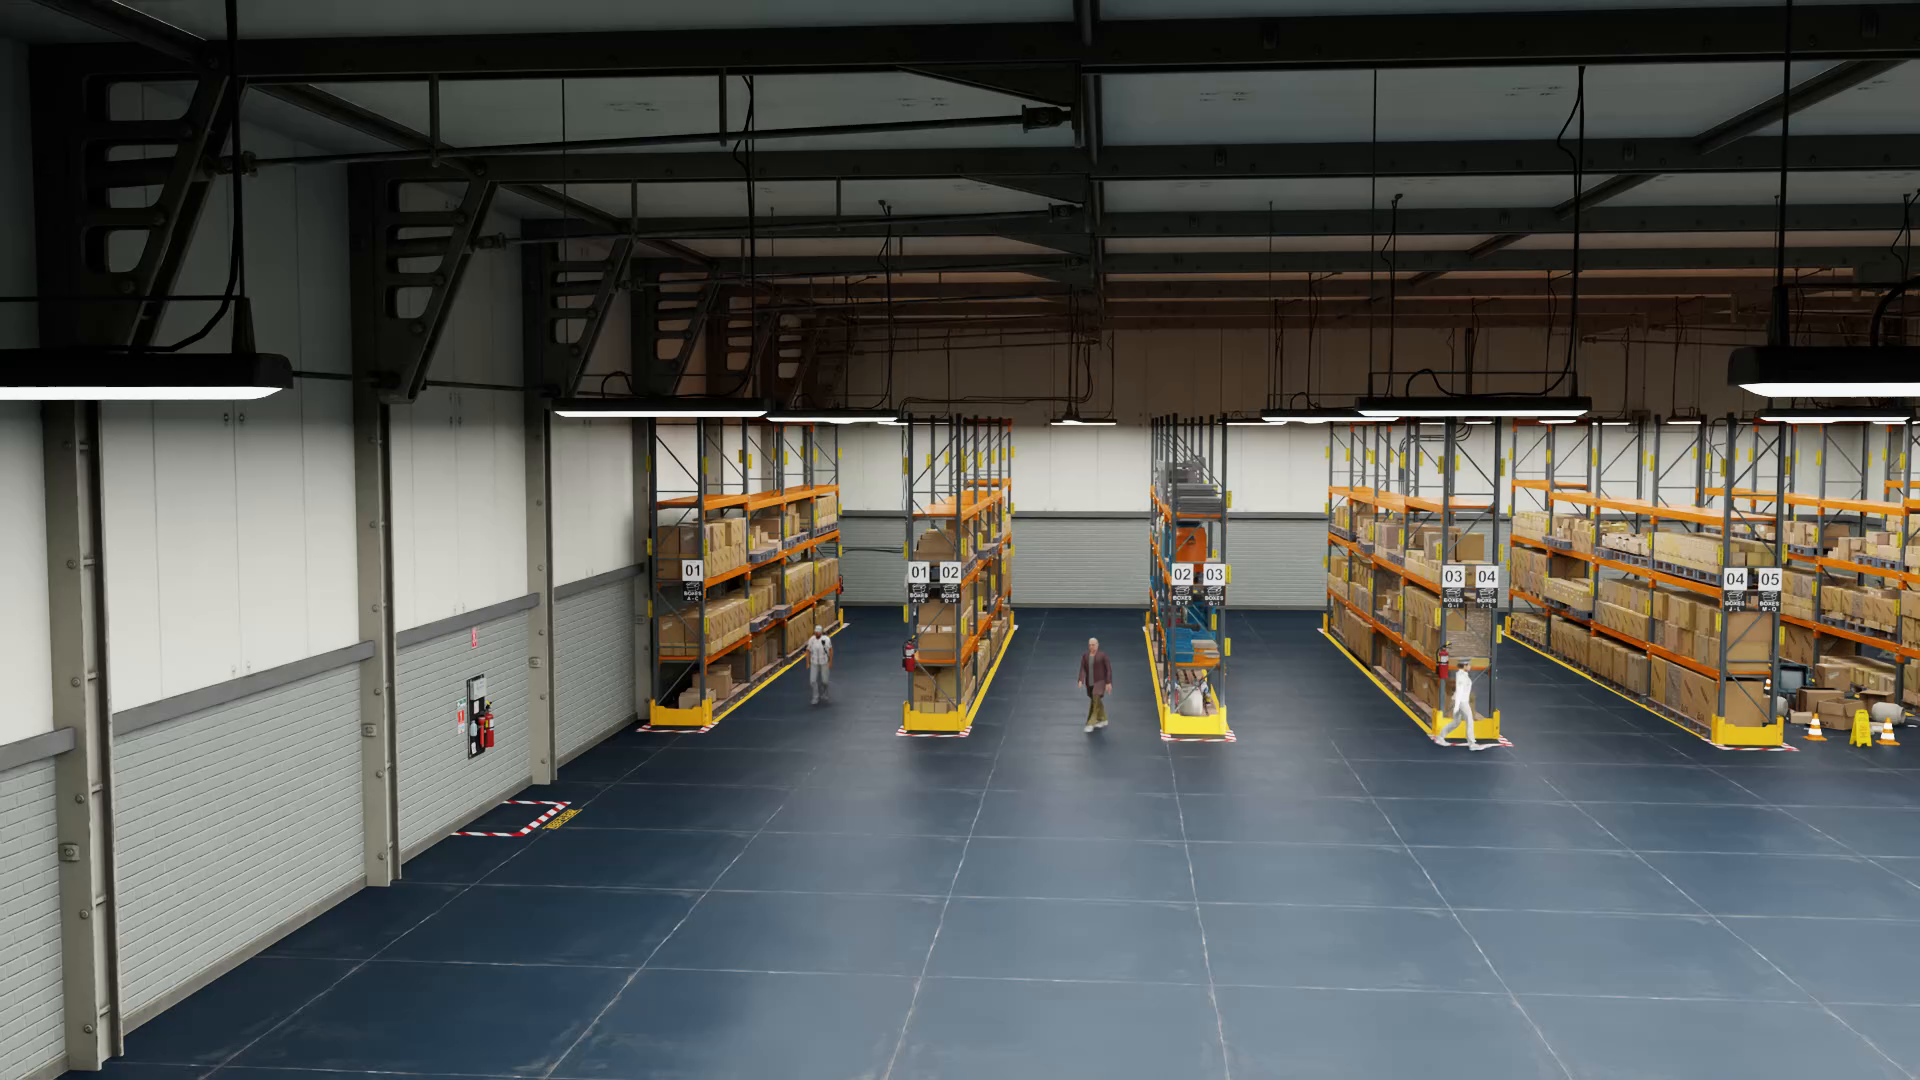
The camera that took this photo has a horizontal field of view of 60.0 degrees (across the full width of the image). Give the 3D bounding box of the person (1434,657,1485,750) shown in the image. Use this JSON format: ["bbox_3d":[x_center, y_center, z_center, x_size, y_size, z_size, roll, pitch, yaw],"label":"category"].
[{"bbox_3d":[8.938,2.907,29.672,0.827,1.635,0.484,1,4,9],"label":"person"}]

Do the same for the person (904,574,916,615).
[{"bbox_3d":[-1.471,1.556,50.137,0.432,1.540,0.972,0,4,3],"label":"person"}]

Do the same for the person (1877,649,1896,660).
[{"bbox_3d":[22.959,2.053,41.106,0.558,1.761,0.492,-1,4,-19],"label":"person"}]

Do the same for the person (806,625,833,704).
[{"bbox_3d":[-2.932,2.578,34.738,0.571,1.647,0.592,1,4,7],"label":"person"}]

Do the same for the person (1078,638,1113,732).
[{"bbox_3d":[2.513,2.717,31.381,0.611,1.735,1.064,3,5,42],"label":"person"}]
